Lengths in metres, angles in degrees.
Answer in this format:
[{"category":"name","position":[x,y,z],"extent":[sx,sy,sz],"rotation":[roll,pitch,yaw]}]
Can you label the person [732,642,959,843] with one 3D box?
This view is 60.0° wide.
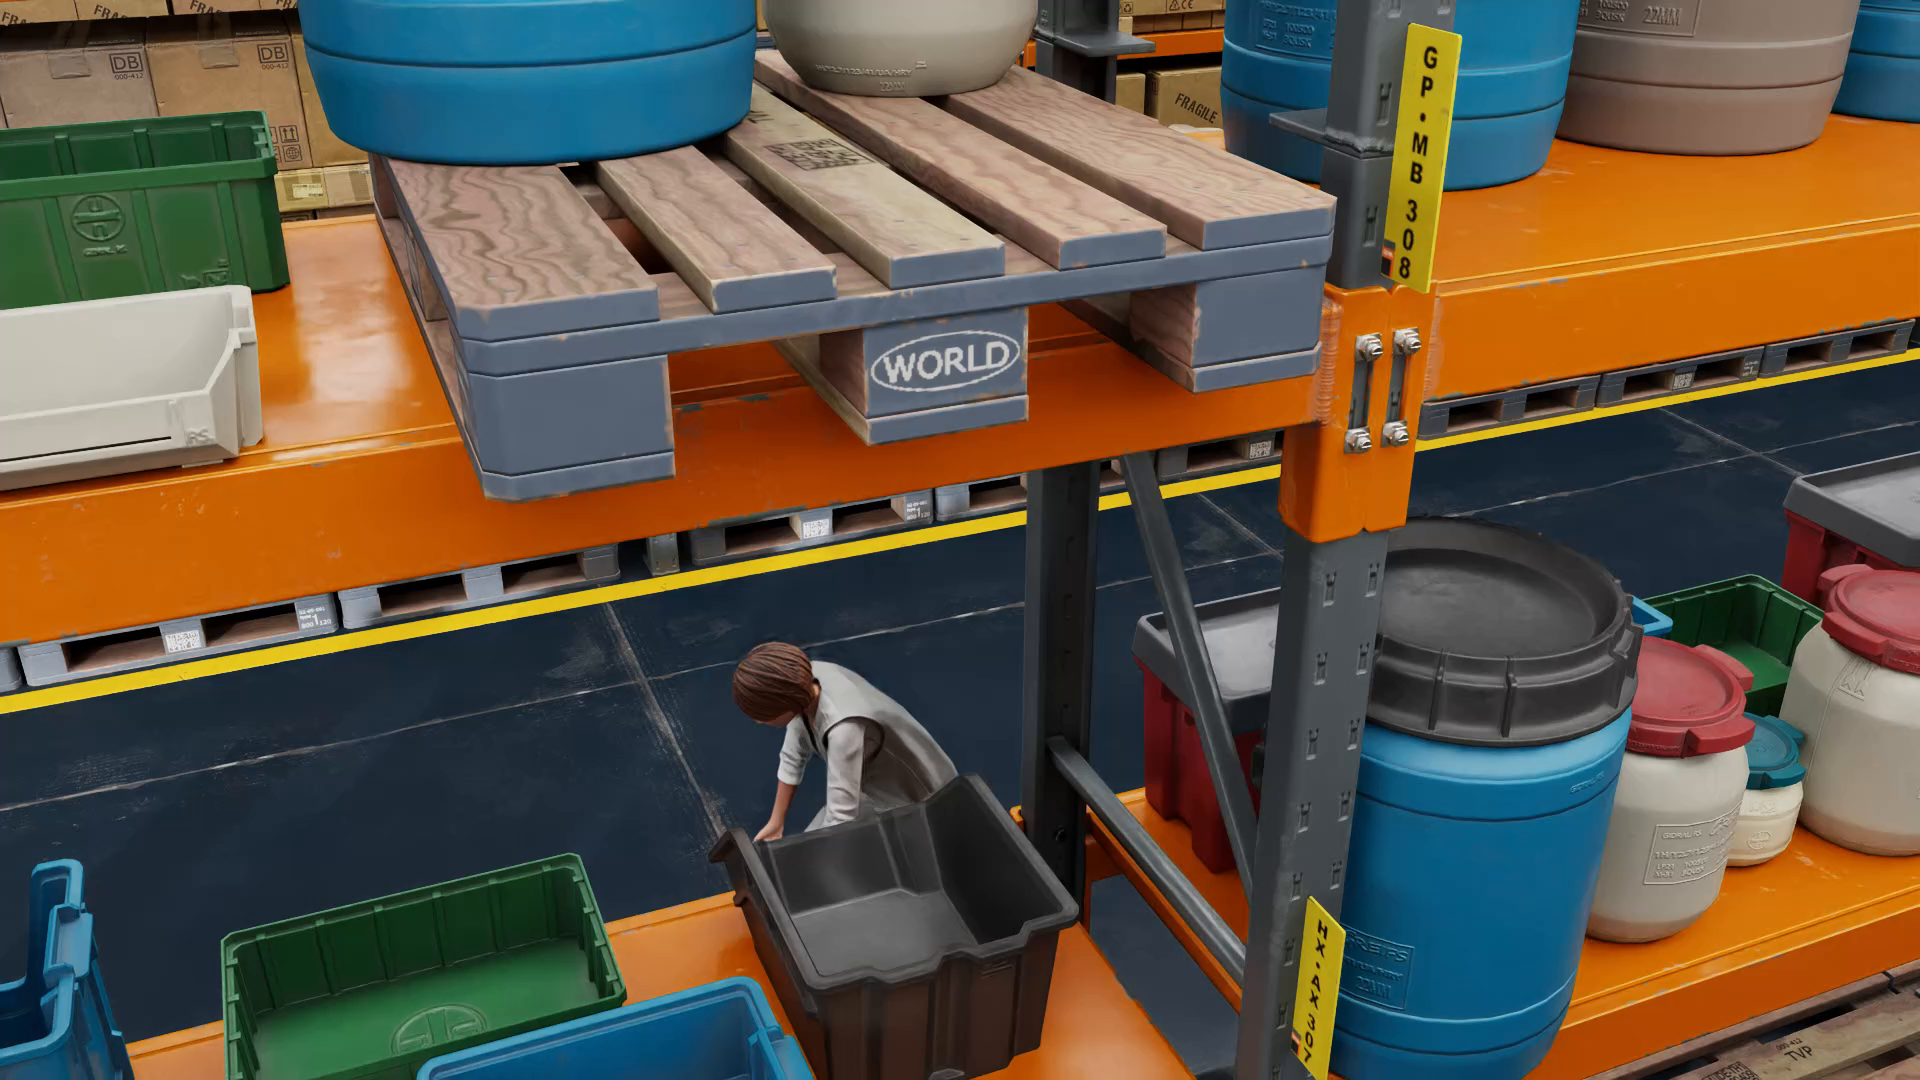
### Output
[{"category":"person","position":[-0.305,0.827,4.845],"extent":[0.673,1.255,0.463],"rotation":[-11,28,-20]}]
